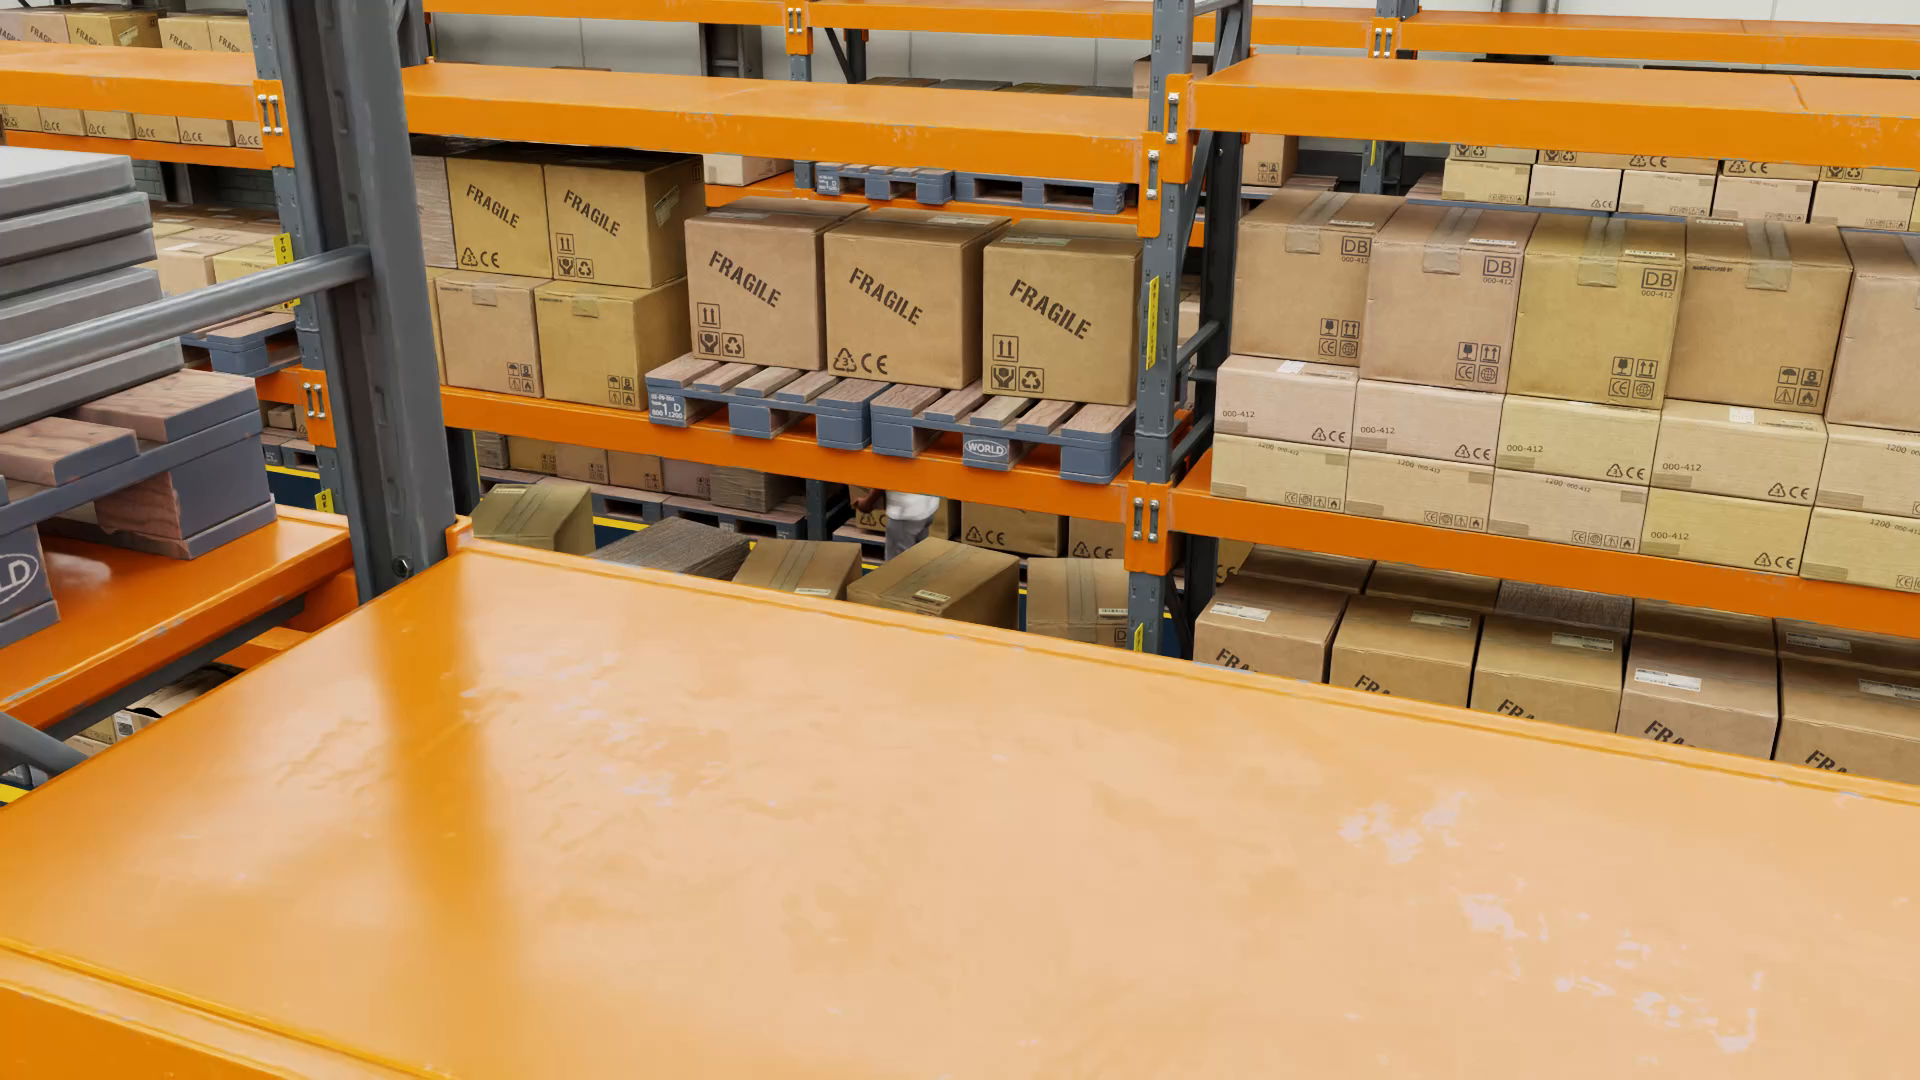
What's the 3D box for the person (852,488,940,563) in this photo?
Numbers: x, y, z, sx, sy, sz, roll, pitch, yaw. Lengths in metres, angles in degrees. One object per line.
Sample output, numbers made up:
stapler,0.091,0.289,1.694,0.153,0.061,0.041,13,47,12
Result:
person,-0.433,-0.200,11.392,0.566,1.762,0.504,9,24,22
